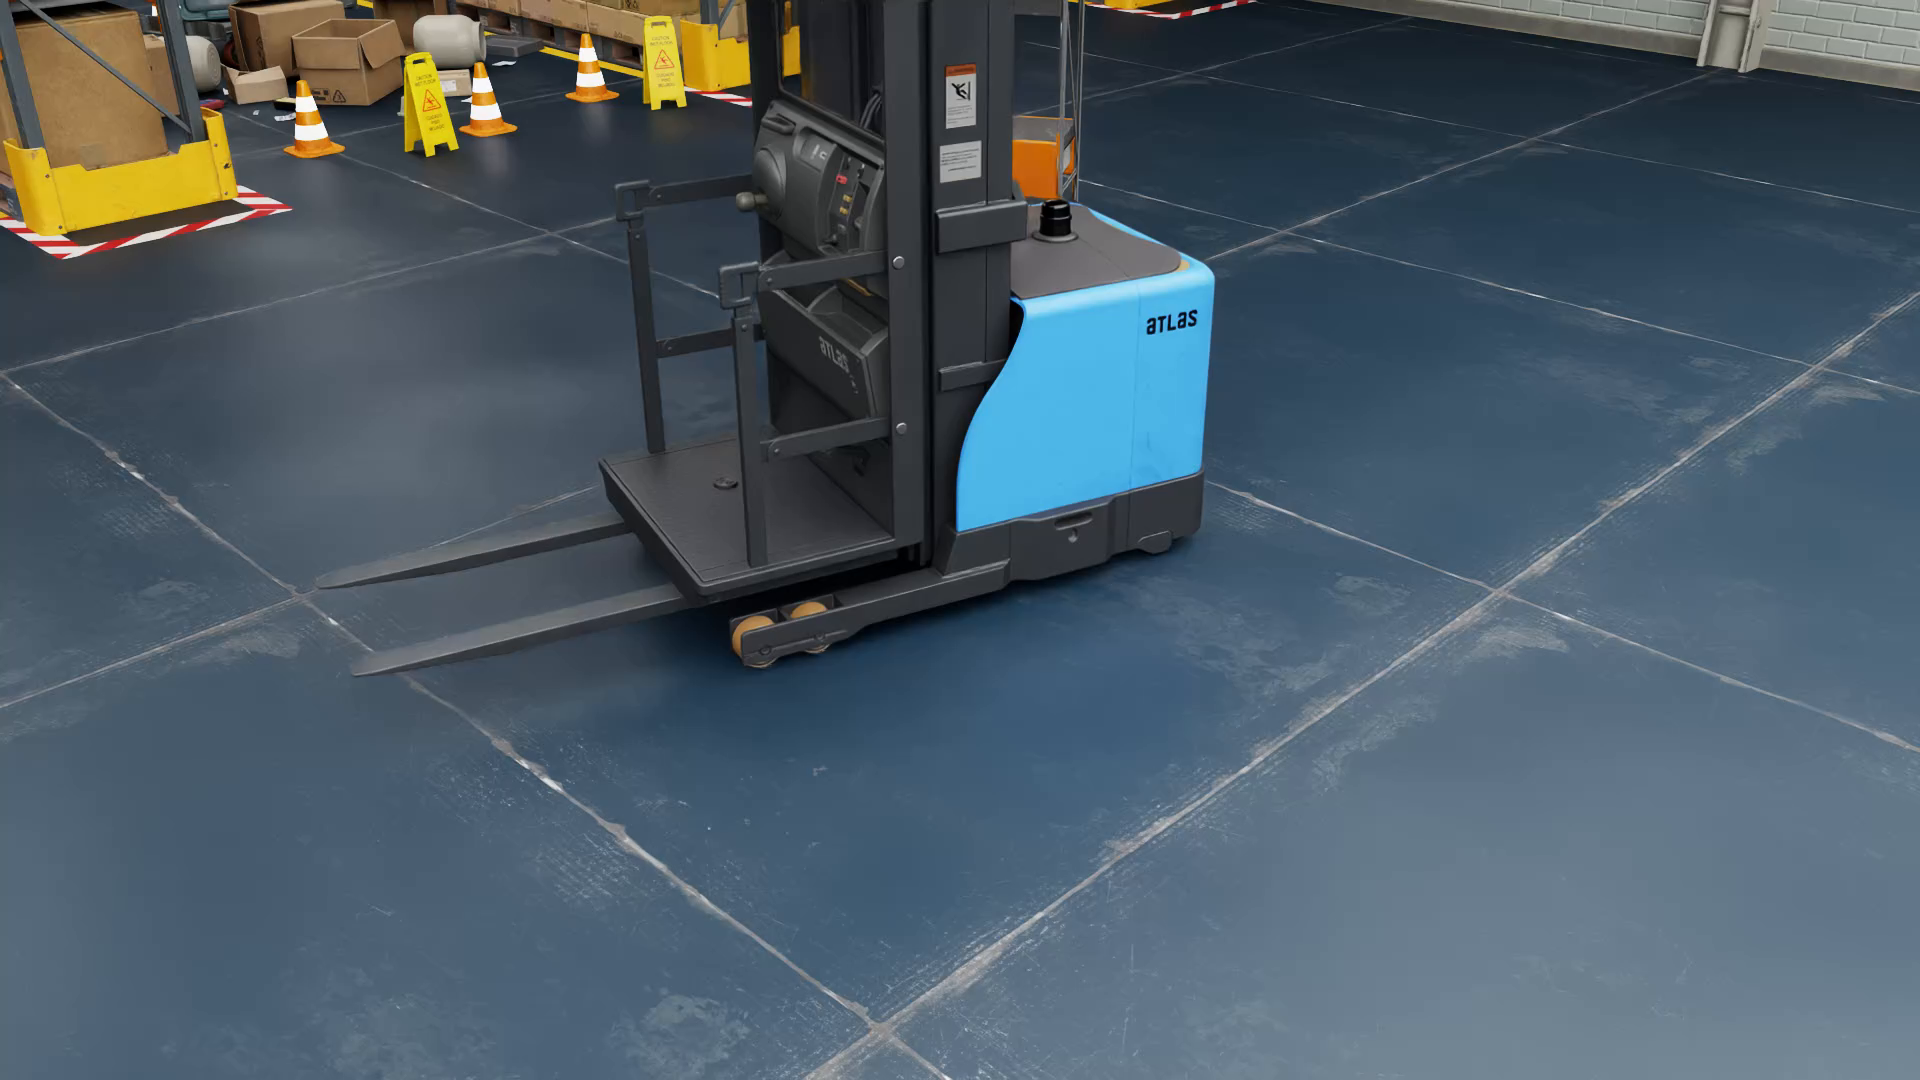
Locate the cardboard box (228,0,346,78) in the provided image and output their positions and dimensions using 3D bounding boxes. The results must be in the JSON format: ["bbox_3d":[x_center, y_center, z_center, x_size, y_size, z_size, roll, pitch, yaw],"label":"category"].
[{"bbox_3d":[-5.292,-3.989,13.149,0.503,0.637,0.797,25,36,38],"label":"cardboard box"}]

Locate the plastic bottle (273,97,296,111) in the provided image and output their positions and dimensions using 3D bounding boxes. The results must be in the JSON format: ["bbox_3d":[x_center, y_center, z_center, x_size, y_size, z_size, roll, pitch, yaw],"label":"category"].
[{"bbox_3d":[-4.993,-3.238,12.343,0.283,0.061,0.133,12,30,22],"label":"plastic bottle"}]

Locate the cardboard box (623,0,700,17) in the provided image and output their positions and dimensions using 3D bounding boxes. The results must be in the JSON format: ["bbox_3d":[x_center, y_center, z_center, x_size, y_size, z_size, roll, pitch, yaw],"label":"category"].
[{"bbox_3d":[-2.346,-4.474,13.233,0.500,0.500,0.500,25,37,39],"label":"cardboard box"}]

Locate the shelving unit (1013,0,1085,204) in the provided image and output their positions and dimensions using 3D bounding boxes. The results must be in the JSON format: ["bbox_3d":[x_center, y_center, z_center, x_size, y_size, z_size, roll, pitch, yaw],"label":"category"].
[{"bbox_3d":[0.204,-1.480,6.808,0.503,2.100,0.431,7,28,12],"label":"shelving unit"}]

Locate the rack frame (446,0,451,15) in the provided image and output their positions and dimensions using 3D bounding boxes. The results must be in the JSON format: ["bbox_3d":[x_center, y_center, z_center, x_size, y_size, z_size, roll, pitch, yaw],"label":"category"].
[{"bbox_3d":[-4.444,-6.303,15.015,0.127,3.000,1.000,25,36,38],"label":"rack frame"}]

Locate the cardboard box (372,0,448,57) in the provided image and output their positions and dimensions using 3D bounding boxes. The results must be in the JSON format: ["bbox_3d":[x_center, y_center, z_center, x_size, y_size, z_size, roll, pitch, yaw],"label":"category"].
[{"bbox_3d":[-4.634,-4.397,14.072,0.500,0.500,0.500,-3,28,-5],"label":"cardboard box"}]

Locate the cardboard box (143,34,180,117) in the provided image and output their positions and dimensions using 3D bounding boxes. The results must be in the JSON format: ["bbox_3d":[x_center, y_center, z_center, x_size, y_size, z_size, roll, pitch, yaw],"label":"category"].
[{"bbox_3d":[-6.016,-3.357,12.094,0.500,0.500,0.500,-18,33,-31],"label":"cardboard box"}]

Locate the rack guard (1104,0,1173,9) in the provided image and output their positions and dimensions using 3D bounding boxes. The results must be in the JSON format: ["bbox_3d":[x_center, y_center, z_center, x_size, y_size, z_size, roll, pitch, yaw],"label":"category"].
[{"bbox_3d":[1.902,-5.533,16.235,0.348,0.500,1.175,25,36,38],"label":"rack guard"}]

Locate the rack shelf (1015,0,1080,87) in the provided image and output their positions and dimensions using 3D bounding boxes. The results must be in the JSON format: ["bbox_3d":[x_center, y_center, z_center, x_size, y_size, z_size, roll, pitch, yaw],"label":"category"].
[{"bbox_3d":[0.204,-2.087,6.489,0.480,0.518,0.431,7,28,12],"label":"rack shelf"}]

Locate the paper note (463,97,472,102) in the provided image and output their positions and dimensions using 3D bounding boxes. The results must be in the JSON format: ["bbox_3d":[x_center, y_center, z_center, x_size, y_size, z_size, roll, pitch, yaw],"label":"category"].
[{"bbox_3d":[-3.662,-3.332,12.554,0.142,0.019,0.148,12,30,22],"label":"paper note"}]

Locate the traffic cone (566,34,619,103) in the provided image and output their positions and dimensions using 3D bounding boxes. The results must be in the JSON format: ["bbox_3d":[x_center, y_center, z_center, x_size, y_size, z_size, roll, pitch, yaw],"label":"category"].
[{"bbox_3d":[-2.803,-3.588,12.576,0.334,0.463,0.336,25,36,38],"label":"traffic cone"}]

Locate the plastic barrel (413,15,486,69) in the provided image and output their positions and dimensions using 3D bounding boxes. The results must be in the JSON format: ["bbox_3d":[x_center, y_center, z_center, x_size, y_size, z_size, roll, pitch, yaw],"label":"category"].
[{"bbox_3d":[-4.126,-4.030,13.459,0.512,0.421,0.421,-3,28,-5],"label":"plastic barrel"}]

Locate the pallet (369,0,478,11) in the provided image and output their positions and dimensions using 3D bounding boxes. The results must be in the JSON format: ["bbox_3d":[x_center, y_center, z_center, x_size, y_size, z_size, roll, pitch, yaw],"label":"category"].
[{"bbox_3d":[-5.001,-5.323,16.146,1.213,0.211,1.003,25,36,38],"label":"pallet"}]

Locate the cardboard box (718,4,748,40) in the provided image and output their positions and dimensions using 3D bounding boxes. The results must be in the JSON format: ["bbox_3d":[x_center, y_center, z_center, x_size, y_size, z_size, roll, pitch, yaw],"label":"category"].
[{"bbox_3d":[-1.974,-4.322,13.750,0.500,0.250,0.500,24,36,38],"label":"cardboard box"}]

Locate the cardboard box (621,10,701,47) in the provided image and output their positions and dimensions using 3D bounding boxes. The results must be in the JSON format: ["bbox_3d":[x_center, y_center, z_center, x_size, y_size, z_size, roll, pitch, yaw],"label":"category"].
[{"bbox_3d":[-2.374,-4.149,13.422,0.500,0.250,0.500,24,36,38],"label":"cardboard box"}]

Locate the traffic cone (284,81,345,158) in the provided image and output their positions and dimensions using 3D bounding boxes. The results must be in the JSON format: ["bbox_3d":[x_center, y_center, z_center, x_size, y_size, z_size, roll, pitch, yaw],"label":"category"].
[{"bbox_3d":[-4.374,-2.844,11.162,0.334,0.463,0.336,25,36,38],"label":"traffic cone"}]

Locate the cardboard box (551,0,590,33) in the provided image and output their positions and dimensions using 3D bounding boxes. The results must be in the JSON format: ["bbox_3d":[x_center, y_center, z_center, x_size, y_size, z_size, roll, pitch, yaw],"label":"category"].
[{"bbox_3d":[-3.098,-4.482,14.054,0.500,0.250,0.500,23,35,37],"label":"cardboard box"}]

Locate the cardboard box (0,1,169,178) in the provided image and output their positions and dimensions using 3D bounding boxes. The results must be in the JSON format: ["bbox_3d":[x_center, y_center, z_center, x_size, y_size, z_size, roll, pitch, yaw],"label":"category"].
[{"bbox_3d":[-5.520,-2.767,10.122,0.875,0.875,0.875,25,37,39],"label":"cardboard box"}]

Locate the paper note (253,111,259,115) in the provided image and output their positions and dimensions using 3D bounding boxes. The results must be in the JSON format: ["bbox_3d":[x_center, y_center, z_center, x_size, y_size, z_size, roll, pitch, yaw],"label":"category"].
[{"bbox_3d":[-5.168,-3.138,12.207,0.032,0.001,0.123,-7,29,-14],"label":"paper note"}]

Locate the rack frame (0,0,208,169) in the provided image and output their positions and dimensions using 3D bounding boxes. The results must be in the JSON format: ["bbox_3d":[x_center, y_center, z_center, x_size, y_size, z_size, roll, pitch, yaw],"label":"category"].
[{"bbox_3d":[-4.991,-3.323,9.346,0.127,3.000,1.000,25,36,38],"label":"rack frame"}]

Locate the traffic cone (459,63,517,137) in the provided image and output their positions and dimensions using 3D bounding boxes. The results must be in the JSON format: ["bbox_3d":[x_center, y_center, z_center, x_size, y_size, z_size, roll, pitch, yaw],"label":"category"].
[{"bbox_3d":[-3.339,-3.108,11.664,0.334,0.463,0.336,25,36,38],"label":"traffic cone"}]

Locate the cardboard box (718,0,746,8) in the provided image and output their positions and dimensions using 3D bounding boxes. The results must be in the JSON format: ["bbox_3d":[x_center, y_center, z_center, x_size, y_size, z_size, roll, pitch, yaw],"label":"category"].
[{"bbox_3d":[-1.991,-4.662,13.590,0.500,0.500,0.500,23,36,37],"label":"cardboard box"}]

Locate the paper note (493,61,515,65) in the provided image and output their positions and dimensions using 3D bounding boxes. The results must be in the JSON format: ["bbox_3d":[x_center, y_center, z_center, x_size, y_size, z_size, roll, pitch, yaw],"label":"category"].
[{"bbox_3d":[-3.750,-3.931,13.693,0.148,0.019,0.142,12,30,22],"label":"paper note"}]

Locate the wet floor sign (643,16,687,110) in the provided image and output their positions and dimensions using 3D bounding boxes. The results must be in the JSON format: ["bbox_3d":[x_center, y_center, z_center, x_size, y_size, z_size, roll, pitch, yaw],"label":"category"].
[{"bbox_3d":[-2.207,-3.539,12.287,0.267,0.644,0.232,-13,30,-22],"label":"wet floor sign"}]

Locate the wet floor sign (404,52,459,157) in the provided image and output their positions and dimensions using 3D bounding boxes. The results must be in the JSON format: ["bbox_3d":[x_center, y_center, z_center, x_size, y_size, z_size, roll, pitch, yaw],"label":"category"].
[{"bbox_3d":[-3.582,-2.928,11.126,0.232,0.644,0.267,18,33,30],"label":"wet floor sign"}]

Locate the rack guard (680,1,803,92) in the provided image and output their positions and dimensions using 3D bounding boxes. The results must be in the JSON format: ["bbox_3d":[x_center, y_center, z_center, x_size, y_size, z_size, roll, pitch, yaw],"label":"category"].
[{"bbox_3d":[-1.646,-3.917,13.162,0.348,0.500,1.175,25,36,38],"label":"rack guard"}]

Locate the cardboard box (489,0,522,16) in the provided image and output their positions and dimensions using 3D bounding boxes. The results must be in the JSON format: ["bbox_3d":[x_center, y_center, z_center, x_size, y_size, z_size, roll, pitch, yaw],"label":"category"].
[{"bbox_3d":[-3.824,-4.820,14.696,0.500,0.250,0.500,-23,35,-36],"label":"cardboard box"}]

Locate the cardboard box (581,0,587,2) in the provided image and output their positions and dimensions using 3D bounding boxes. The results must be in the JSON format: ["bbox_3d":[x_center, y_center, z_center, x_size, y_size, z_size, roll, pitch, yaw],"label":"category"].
[{"bbox_3d":[-3.076,-4.810,13.872,0.500,0.500,0.500,24,36,37],"label":"cardboard box"}]

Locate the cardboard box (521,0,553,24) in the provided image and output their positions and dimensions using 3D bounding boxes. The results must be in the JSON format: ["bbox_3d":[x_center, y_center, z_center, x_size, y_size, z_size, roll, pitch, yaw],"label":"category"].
[{"bbox_3d":[-3.444,-4.648,14.369,0.500,0.250,0.500,24,36,38],"label":"cardboard box"}]

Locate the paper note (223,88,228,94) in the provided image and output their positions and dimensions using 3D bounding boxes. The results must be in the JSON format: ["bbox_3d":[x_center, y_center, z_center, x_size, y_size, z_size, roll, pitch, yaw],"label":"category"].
[{"bbox_3d":[-5.592,-3.474,12.833,0.172,0.023,0.155,-13,30,-22],"label":"paper note"}]

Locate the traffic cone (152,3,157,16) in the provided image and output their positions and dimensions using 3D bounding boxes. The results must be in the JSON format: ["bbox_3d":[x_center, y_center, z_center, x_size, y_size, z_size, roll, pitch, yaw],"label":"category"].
[{"bbox_3d":[-7.218,-4.883,15.040,0.334,0.463,0.336,25,36,38],"label":"traffic cone"}]

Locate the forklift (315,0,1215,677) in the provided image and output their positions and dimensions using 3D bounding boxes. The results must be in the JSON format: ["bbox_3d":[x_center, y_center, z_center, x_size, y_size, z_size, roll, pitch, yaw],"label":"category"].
[{"bbox_3d":[-0.646,-1.160,5.306,3.031,2.935,1.130,-14,31,-25],"label":"forklift"}]

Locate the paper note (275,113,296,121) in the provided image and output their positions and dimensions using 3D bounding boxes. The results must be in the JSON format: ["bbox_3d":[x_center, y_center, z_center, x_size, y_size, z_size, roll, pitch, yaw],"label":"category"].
[{"bbox_3d":[-4.889,-3.069,12.056,0.144,0.017,0.142,-13,30,-22],"label":"paper note"}]

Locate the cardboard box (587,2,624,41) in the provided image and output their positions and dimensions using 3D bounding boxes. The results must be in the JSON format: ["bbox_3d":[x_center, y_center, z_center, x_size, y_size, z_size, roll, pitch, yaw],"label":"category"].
[{"bbox_3d":[-2.721,-4.313,13.733,0.500,0.250,0.500,25,37,39],"label":"cardboard box"}]

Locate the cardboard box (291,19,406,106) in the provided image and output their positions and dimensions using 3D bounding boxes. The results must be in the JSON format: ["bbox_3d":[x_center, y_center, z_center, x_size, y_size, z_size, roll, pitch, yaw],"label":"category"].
[{"bbox_3d":[-4.620,-3.626,12.606,0.637,0.503,0.797,2,28,4],"label":"cardboard box"}]

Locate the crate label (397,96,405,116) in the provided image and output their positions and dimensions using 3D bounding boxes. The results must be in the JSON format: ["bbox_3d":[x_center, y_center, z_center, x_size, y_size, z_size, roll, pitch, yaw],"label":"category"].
[{"bbox_3d":[-3.943,-3.200,12.189,0.298,0.136,0.250,7,29,13],"label":"crate label"}]

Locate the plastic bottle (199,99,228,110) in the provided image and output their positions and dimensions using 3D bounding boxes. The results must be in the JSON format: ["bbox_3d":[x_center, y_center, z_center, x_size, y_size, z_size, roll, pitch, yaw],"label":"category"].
[{"bbox_3d":[-5.561,-3.212,12.293,0.133,0.061,0.283,12,30,22],"label":"plastic bottle"}]

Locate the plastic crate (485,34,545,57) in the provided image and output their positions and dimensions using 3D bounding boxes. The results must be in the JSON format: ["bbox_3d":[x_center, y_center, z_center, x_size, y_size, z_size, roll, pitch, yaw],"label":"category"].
[{"bbox_3d":[-3.900,-4.227,14.203,0.583,0.080,0.402,12,30,22],"label":"plastic crate"}]

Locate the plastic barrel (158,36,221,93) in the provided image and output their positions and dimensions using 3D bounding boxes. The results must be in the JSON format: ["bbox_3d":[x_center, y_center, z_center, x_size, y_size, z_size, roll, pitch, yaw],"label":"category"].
[{"bbox_3d":[-5.958,-3.626,12.692,0.512,0.421,0.421,-3,28,-5],"label":"plastic barrel"}]

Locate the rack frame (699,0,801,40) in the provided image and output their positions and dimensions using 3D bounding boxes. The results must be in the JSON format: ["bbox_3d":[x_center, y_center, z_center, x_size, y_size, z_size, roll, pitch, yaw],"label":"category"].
[{"bbox_3d":[-1.592,-4.998,12.533,0.127,3.000,1.000,25,36,38],"label":"rack frame"}]

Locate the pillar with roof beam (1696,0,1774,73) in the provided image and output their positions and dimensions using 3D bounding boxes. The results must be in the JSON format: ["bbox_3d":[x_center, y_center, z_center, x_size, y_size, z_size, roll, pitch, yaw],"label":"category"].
[{"bbox_3d":[3.281,-6.442,8.832,0.400,9.000,9.100,25,36,38],"label":"pillar with roof beam"}]

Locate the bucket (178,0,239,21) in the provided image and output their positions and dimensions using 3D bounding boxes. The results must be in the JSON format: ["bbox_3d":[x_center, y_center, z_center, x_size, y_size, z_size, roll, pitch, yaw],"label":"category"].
[{"bbox_3d":[-6.129,-4.572,13.607,0.726,0.611,0.620,-13,20,-22],"label":"bucket"}]

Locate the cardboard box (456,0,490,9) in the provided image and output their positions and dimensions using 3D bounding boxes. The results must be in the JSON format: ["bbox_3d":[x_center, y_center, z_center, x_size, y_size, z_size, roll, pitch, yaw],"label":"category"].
[{"bbox_3d":[-4.213,-4.990,15.021,0.500,0.250,0.500,23,35,36],"label":"cardboard box"}]

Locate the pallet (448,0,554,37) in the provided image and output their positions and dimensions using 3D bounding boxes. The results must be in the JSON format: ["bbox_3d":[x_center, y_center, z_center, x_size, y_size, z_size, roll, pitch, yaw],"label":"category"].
[{"bbox_3d":[-3.941,-4.862,15.269,1.213,0.211,1.003,25,36,38],"label":"pallet"}]

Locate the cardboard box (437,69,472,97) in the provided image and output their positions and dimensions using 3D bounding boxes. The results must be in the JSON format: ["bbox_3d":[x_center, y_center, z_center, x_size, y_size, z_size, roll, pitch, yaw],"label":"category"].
[{"bbox_3d":[-3.943,-3.494,12.734,0.380,0.149,0.250,-7,29,-14],"label":"cardboard box"}]

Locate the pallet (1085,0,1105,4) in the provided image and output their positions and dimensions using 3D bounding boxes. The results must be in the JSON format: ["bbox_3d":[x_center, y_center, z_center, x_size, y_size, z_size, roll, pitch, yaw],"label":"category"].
[{"bbox_3d":[1.310,-5.648,16.765,1.213,0.211,1.003,25,36,38],"label":"pallet"}]

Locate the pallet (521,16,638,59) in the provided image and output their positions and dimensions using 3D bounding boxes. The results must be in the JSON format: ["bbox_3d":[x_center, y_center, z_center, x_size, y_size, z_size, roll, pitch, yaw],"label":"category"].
[{"bbox_3d":[-3.067,-4.464,14.512,1.213,0.211,1.003,25,36,38],"label":"pallet"}]

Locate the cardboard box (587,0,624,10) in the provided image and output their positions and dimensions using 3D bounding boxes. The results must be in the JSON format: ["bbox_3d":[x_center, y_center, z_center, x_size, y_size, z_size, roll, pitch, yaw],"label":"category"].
[{"bbox_3d":[-2.721,-4.643,13.555,0.500,0.500,0.500,-24,36,-37],"label":"cardboard box"}]

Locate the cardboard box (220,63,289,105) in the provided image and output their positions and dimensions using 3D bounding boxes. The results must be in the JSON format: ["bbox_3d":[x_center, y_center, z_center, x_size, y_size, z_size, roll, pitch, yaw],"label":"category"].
[{"bbox_3d":[-5.326,-3.468,12.560,0.396,0.266,0.258,-18,33,-31],"label":"cardboard box"}]

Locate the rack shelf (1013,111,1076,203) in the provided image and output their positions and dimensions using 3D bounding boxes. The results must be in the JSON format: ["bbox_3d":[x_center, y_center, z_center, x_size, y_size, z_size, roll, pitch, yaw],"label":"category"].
[{"bbox_3d":[0.204,-1.468,6.814,0.480,0.518,0.431,7,28,12],"label":"rack shelf"}]

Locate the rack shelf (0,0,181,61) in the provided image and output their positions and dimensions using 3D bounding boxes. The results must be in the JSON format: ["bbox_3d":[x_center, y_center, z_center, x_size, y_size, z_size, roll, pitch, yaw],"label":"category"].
[{"bbox_3d":[-6.417,-3.657,10.754,4.000,0.370,1.077,25,36,38],"label":"rack shelf"}]

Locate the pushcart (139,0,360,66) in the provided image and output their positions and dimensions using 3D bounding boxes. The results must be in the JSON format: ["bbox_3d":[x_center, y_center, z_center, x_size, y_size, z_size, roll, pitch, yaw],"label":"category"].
[{"bbox_3d":[-6.007,-4.370,14.155,0.936,0.377,1.648,12,30,22],"label":"pushcart"}]

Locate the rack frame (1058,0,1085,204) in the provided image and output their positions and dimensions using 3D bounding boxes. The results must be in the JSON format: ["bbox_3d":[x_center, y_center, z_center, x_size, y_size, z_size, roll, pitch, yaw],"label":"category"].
[{"bbox_3d":[0.441,-1.452,6.755,0.015,2.100,0.400,7,28,12],"label":"rack frame"}]

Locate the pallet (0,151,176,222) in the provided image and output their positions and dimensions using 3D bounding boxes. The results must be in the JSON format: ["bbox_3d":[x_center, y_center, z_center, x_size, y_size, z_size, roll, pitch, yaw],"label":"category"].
[{"bbox_3d":[-5.616,-2.323,10.442,1.213,0.211,1.003,25,36,38],"label":"pallet"}]

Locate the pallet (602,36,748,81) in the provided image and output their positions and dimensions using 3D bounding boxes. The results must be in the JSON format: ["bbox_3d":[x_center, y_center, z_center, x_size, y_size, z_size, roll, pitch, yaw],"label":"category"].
[{"bbox_3d":[-2.201,-4.066,13.755,1.213,0.211,1.003,25,36,38],"label":"pallet"}]

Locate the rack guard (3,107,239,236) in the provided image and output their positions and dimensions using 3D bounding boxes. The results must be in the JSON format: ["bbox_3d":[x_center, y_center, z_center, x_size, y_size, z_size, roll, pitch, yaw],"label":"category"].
[{"bbox_3d":[-4.973,-2.208,9.913,0.348,0.500,1.175,25,36,38],"label":"rack guard"}]
